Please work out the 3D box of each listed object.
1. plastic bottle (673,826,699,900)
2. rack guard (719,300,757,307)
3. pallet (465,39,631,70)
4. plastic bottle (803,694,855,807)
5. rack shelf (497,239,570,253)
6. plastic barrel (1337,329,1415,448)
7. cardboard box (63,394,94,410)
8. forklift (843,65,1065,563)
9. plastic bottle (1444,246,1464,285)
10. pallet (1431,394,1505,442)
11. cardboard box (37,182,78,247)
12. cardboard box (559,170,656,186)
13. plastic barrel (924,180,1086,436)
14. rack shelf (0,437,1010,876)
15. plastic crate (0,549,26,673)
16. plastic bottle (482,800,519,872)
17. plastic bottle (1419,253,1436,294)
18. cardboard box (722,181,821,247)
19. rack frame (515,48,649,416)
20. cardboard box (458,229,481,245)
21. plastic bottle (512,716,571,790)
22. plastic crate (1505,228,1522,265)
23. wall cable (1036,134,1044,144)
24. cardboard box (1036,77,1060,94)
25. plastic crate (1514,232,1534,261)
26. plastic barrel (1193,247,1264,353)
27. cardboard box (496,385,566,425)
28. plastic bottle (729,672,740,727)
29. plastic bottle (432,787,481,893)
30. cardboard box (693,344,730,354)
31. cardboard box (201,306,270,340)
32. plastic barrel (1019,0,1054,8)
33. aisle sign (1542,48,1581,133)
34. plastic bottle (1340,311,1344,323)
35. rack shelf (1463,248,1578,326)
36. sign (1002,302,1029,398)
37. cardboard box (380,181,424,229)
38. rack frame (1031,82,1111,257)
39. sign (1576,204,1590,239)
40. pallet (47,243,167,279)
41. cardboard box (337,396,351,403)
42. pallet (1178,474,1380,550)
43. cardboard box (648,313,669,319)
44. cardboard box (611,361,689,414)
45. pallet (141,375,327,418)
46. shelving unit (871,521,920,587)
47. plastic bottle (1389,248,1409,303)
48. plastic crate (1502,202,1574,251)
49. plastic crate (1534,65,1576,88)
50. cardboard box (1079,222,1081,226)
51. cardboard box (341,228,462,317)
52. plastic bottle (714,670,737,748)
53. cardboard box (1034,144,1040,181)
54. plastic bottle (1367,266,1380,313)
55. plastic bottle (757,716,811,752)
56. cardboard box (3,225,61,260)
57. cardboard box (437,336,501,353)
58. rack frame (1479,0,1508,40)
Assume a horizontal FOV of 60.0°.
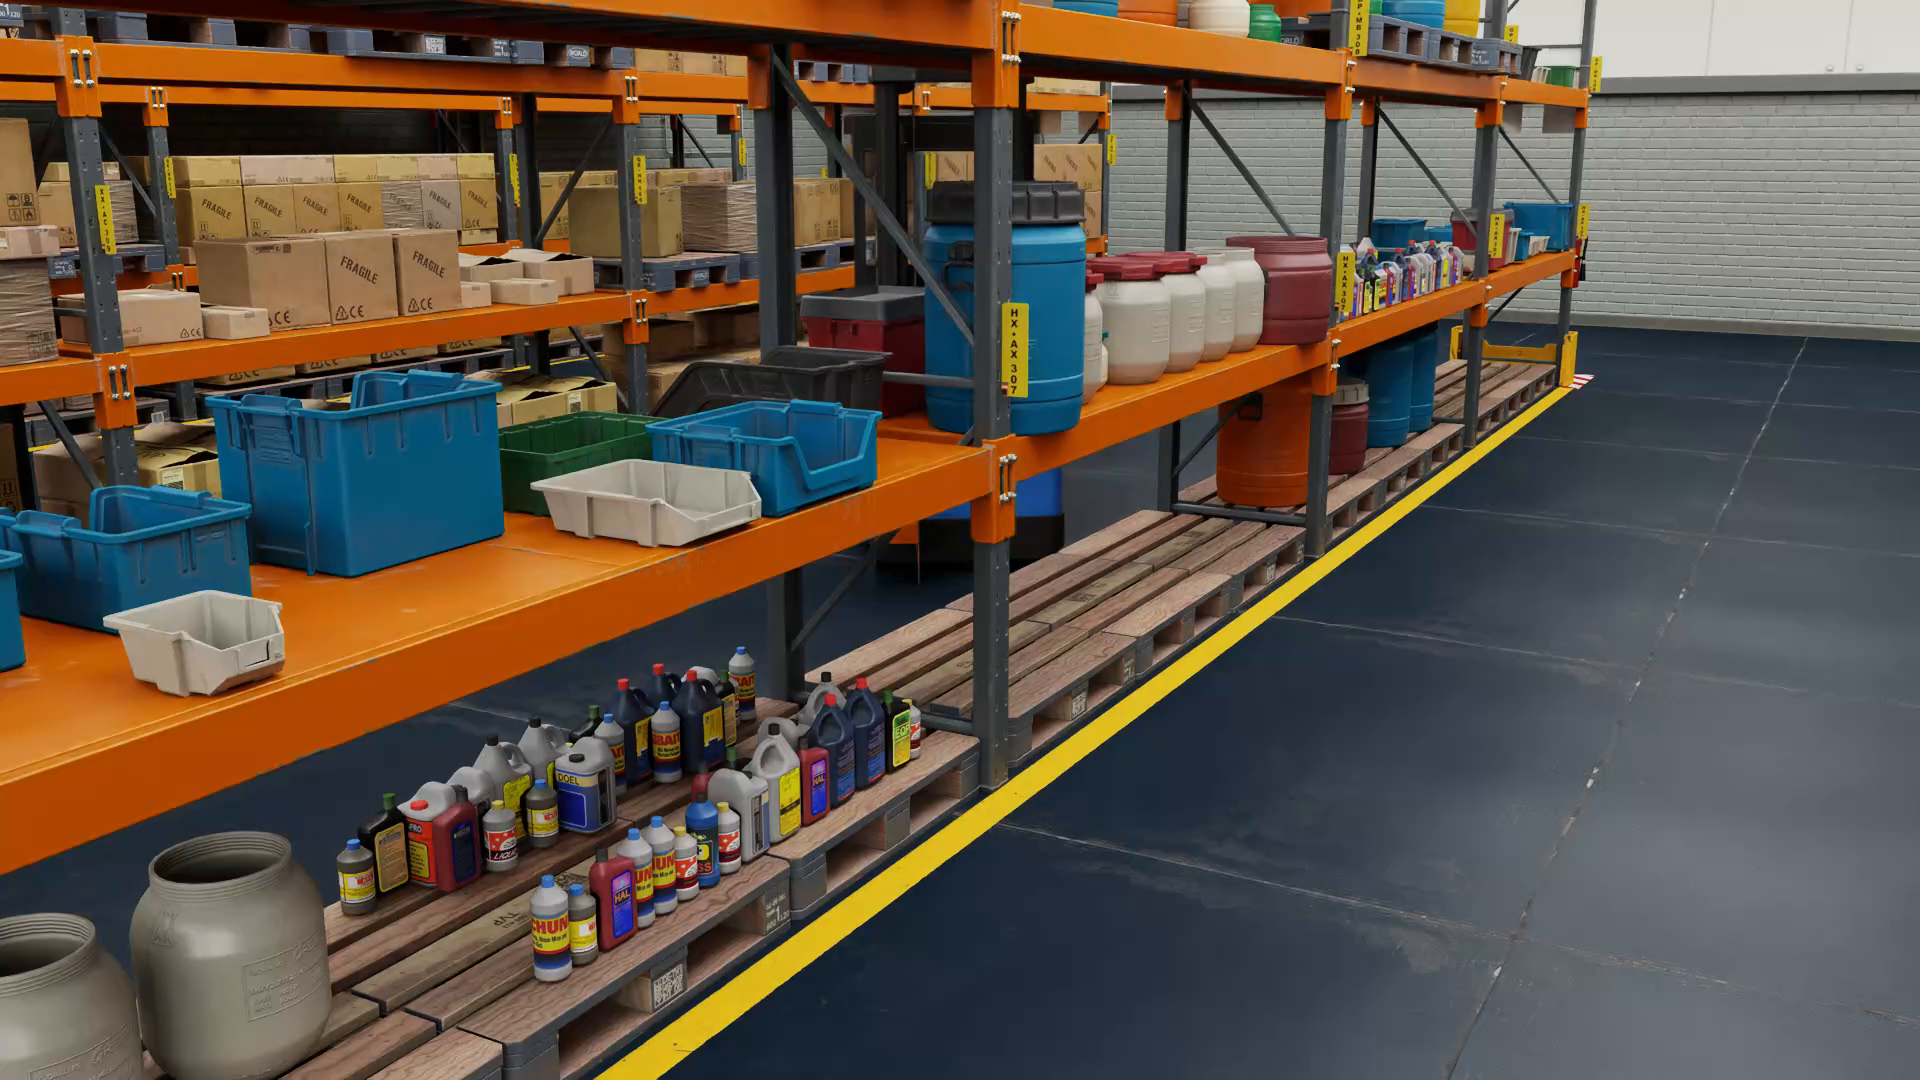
[{"bbox_3d":[-0.808,0.929,4.813,0.097,0.201,0.097,0,14,0],"label":"plastic bottle"},{"bbox_3d":[-3.145,-2.965,21.264,1.175,0.500,0.348,7,15,28],"label":"rack guard"},{"bbox_3d":[-2.936,-3.190,10.869,1.213,0.211,1.003,8,16,31],"label":"pallet"},{"bbox_3d":[-0.437,0.688,5.495,0.144,0.351,0.185,7,15,25],"label":"plastic bottle"},{"bbox_3d":[-4.123,-3.415,19.333,1.077,0.370,4.000,7,15,28],"label":"rack shelf"},{"bbox_3d":[2.962,-1.161,12.030,0.600,0.901,0.708,7,15,28],"label":"plastic barrel"},{"bbox_3d":[-7.326,-1.379,13.747,0.700,0.500,0.500,8,16,29],"label":"cardboard box"},{"bbox_3d":[-0.137,-1.590,10.376,1.130,2.935,3.031,-2,14,-8],"label":"forklift"},{"bbox_3d":[3.675,-2.054,12.418,0.152,0.276,0.135,7,15,28],"label":"plastic bottle"},{"bbox_3d":[3.904,-1.031,13.861,1.003,0.211,1.213,7,15,28],"label":"pallet"},{"bbox_3d":[-7.489,-2.581,13.186,0.700,0.500,0.500,6,15,23],"label":"cardboard box"},{"bbox_3d":[-4.113,-3.909,19.208,0.980,0.700,0.700,7,15,25],"label":"cardboard box"},{"bbox_3d":[0.167,-0.879,6.210,0.600,0.901,0.708,7,15,28],"label":"plastic barrel"},{"bbox_3d":[-1.252,0.170,4.465,1.077,0.370,4.000,7,15,28],"label":"rack shelf"},{"bbox_3d":[-2.239,0.166,3.263,0.499,0.251,0.616,7,15,28],"label":"plastic crate"},{"bbox_3d":[-1.384,0.883,5.001,0.097,0.201,0.097,0,14,0],"label":"plastic bottle"},{"bbox_3d":[3.254,-1.876,11.678,0.152,0.276,0.135,7,15,28],"label":"plastic bottle"},{"bbox_3d":[-1.552,-2.677,13.628,0.700,0.500,0.500,3,14,14],"label":"cardboard box"},{"bbox_3d":[-2.686,-1.973,11.818,1.000,3.000,0.127,7,15,28],"label":"rack frame"},{"bbox_3d":[-5.107,-3.086,16.927,0.380,0.149,0.250,8,16,29],"label":"cardboard box"},{"bbox_3d":[-1.335,0.728,5.327,0.144,0.351,0.185,7,15,28],"label":"plastic bottle"},{"bbox_3d":[4.482,-2.496,14.110,0.437,0.282,0.530,7,15,28],"label":"plastic crate"},{"bbox_3d":[-0.110,-6.702,25.257,3.097,2.526,0.112,7,15,28],"label":"wall cable"},{"bbox_3d":[0.682,-4.659,16.879,0.500,0.250,0.500,7,15,28],"label":"cardboard box"},{"bbox_3d":[4.748,-2.550,14.439,0.416,0.233,0.300,7,15,28],"label":"plastic crate"},{"bbox_3d":[1.338,-1.230,8.498,0.421,0.512,0.421,0,14,0],"label":"plastic barrel"},{"bbox_3d":[-2.969,-0.870,11.018,0.500,0.311,0.500,7,15,27],"label":"cardboard box"},{"bbox_3d":[-0.872,0.593,6.207,0.097,0.201,0.097,0,14,0],"label":"plastic bottle"},{"bbox_3d":[-1.475,0.874,4.866,0.061,0.283,0.133,7,15,28],"label":"plastic bottle"},{"bbox_3d":[-2.189,-1.296,13.406,0.500,0.500,0.500,7,15,26],"label":"cardboard box"},{"bbox_3d":[-4.012,-1.189,9.101,0.380,0.149,0.250,7,15,28],"label":"cardboard box"},{"bbox_3d":[0.087,-2.555,6.764,0.600,0.901,0.600,0,14,0],"label":"plastic barrel"},{"bbox_3d":[5.807,-4.298,15.914,0.394,0.787,0.004,7,15,28],"label":"aisle sign"},{"bbox_3d":[2.221,-1.421,9.804,0.097,0.271,0.097,0,14,0],"label":"plastic bottle"},{"bbox_3d":[4.549,-2.292,14.677,1.077,0.370,4.000,7,15,28],"label":"rack shelf"},{"bbox_3d":[0.191,-0.660,5.782,0.100,0.325,0.005,7,15,28],"label":"sign"},{"bbox_3d":[-5.581,-3.226,16.124,0.500,0.500,0.500,7,15,28],"label":"cardboard box"},{"bbox_3d":[1.182,-3.614,18.626,1.000,3.000,0.127,7,15,28],"label":"rack frame"},{"bbox_3d":[6.005,-3.073,16.031,0.100,0.325,0.005,7,15,28],"label":"sign"},{"bbox_3d":[-7.275,-2.282,13.508,1.213,0.211,1.003,7,15,28],"label":"pallet"},{"bbox_3d":[-3.691,-0.826,10.833,0.500,0.311,0.500,7,15,27],"label":"cardboard box"},{"bbox_3d":[1.993,-0.222,10.504,1.003,0.211,1.213,7,15,28],"label":"pallet"},{"bbox_3d":[-3.892,-2.803,19.697,0.700,0.500,0.500,7,15,26],"label":"cardboard box"},{"bbox_3d":[-2.216,-1.033,12.312,0.500,0.500,0.500,8,16,30],"label":"cardboard box"},{"bbox_3d":[-6.577,-1.331,15.105,1.003,0.211,1.213,7,15,28],"label":"pallet"},{"bbox_3d":[-0.353,-0.282,8.965,0.252,1.050,0.215,-2,14,-6],"label":"shelving unit"},{"bbox_3d":[2.892,-1.756,11.023,0.144,0.351,0.185,7,15,28],"label":"plastic bottle"},{"bbox_3d":[5.517,-3.009,15.911,0.616,0.435,0.499,7,15,28],"label":"plastic crate"},{"bbox_3d":[5.289,-4.173,14.994,0.450,0.188,0.336,7,15,28],"label":"plastic crate"},{"bbox_3d":[0.956,-3.433,17.662,0.500,0.500,0.500,8,15,29],"label":"cardboard box"},{"bbox_3d":[-3.483,-1.676,10.370,0.500,0.500,0.500,6,15,25],"label":"cardboard box"},{"bbox_3d":[-0.862,0.613,5.947,0.061,0.283,0.133,7,15,28],"label":"plastic bottle"},{"bbox_3d":[0.469,-3.711,16.678,0.500,0.500,0.500,8,16,30],"label":"cardboard box"},{"bbox_3d":[2.581,-1.571,10.399,0.061,0.283,0.133,7,15,28],"label":"plastic bottle"},{"bbox_3d":[-0.579,0.712,5.552,0.152,0.276,0.135,7,15,28],"label":"plastic bottle"},{"bbox_3d":[-4.563,-1.436,7.994,0.380,0.149,0.250,7,15,28],"label":"cardboard box"},{"bbox_3d":[-5.291,-2.365,17.135,0.750,0.750,0.750,8,15,29],"label":"cardboard box"},{"bbox_3d":[3.582,-5.148,12.188,1.000,3.000,0.127,7,15,28],"label":"rack frame"}]
